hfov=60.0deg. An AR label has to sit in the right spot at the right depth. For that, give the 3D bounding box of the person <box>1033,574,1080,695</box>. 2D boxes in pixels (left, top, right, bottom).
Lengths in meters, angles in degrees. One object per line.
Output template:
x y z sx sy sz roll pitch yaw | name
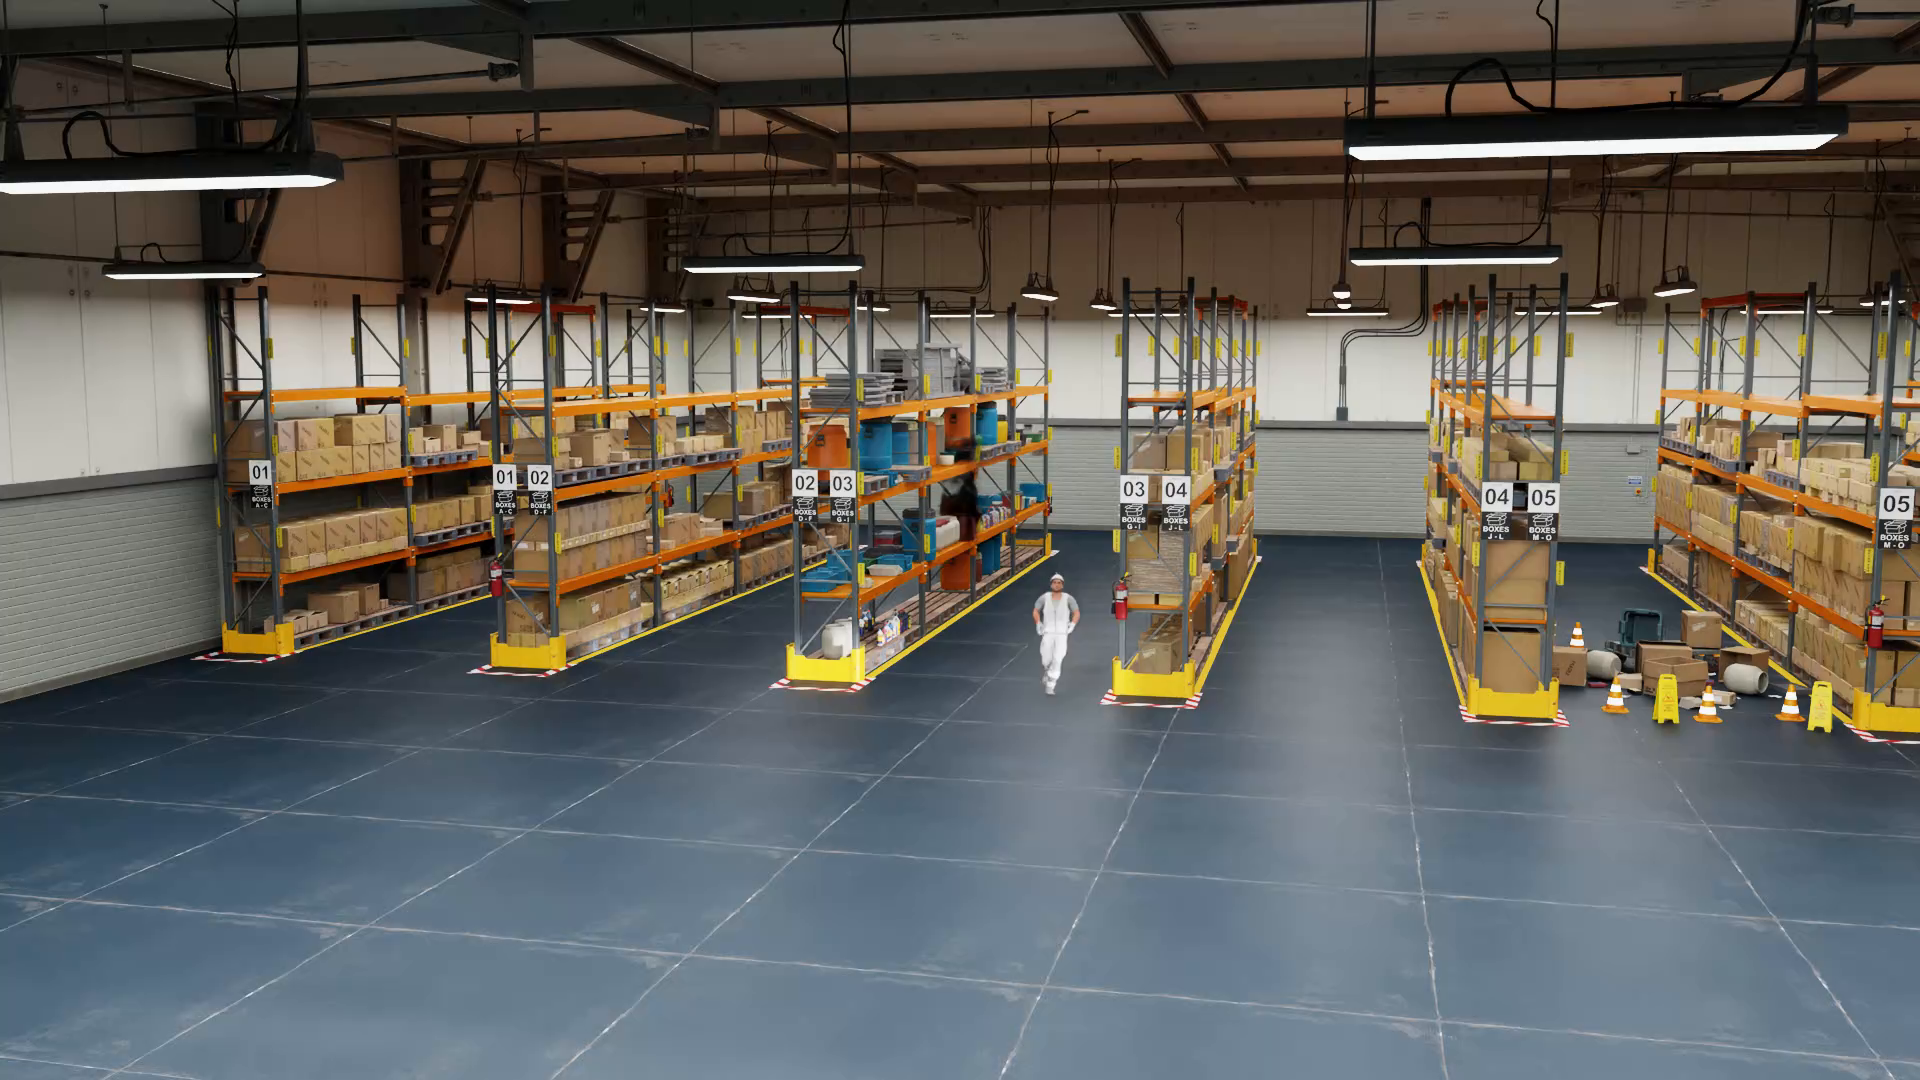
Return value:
1.411 1.367 24.339 0.690 1.723 0.650 0 7 4 | person
